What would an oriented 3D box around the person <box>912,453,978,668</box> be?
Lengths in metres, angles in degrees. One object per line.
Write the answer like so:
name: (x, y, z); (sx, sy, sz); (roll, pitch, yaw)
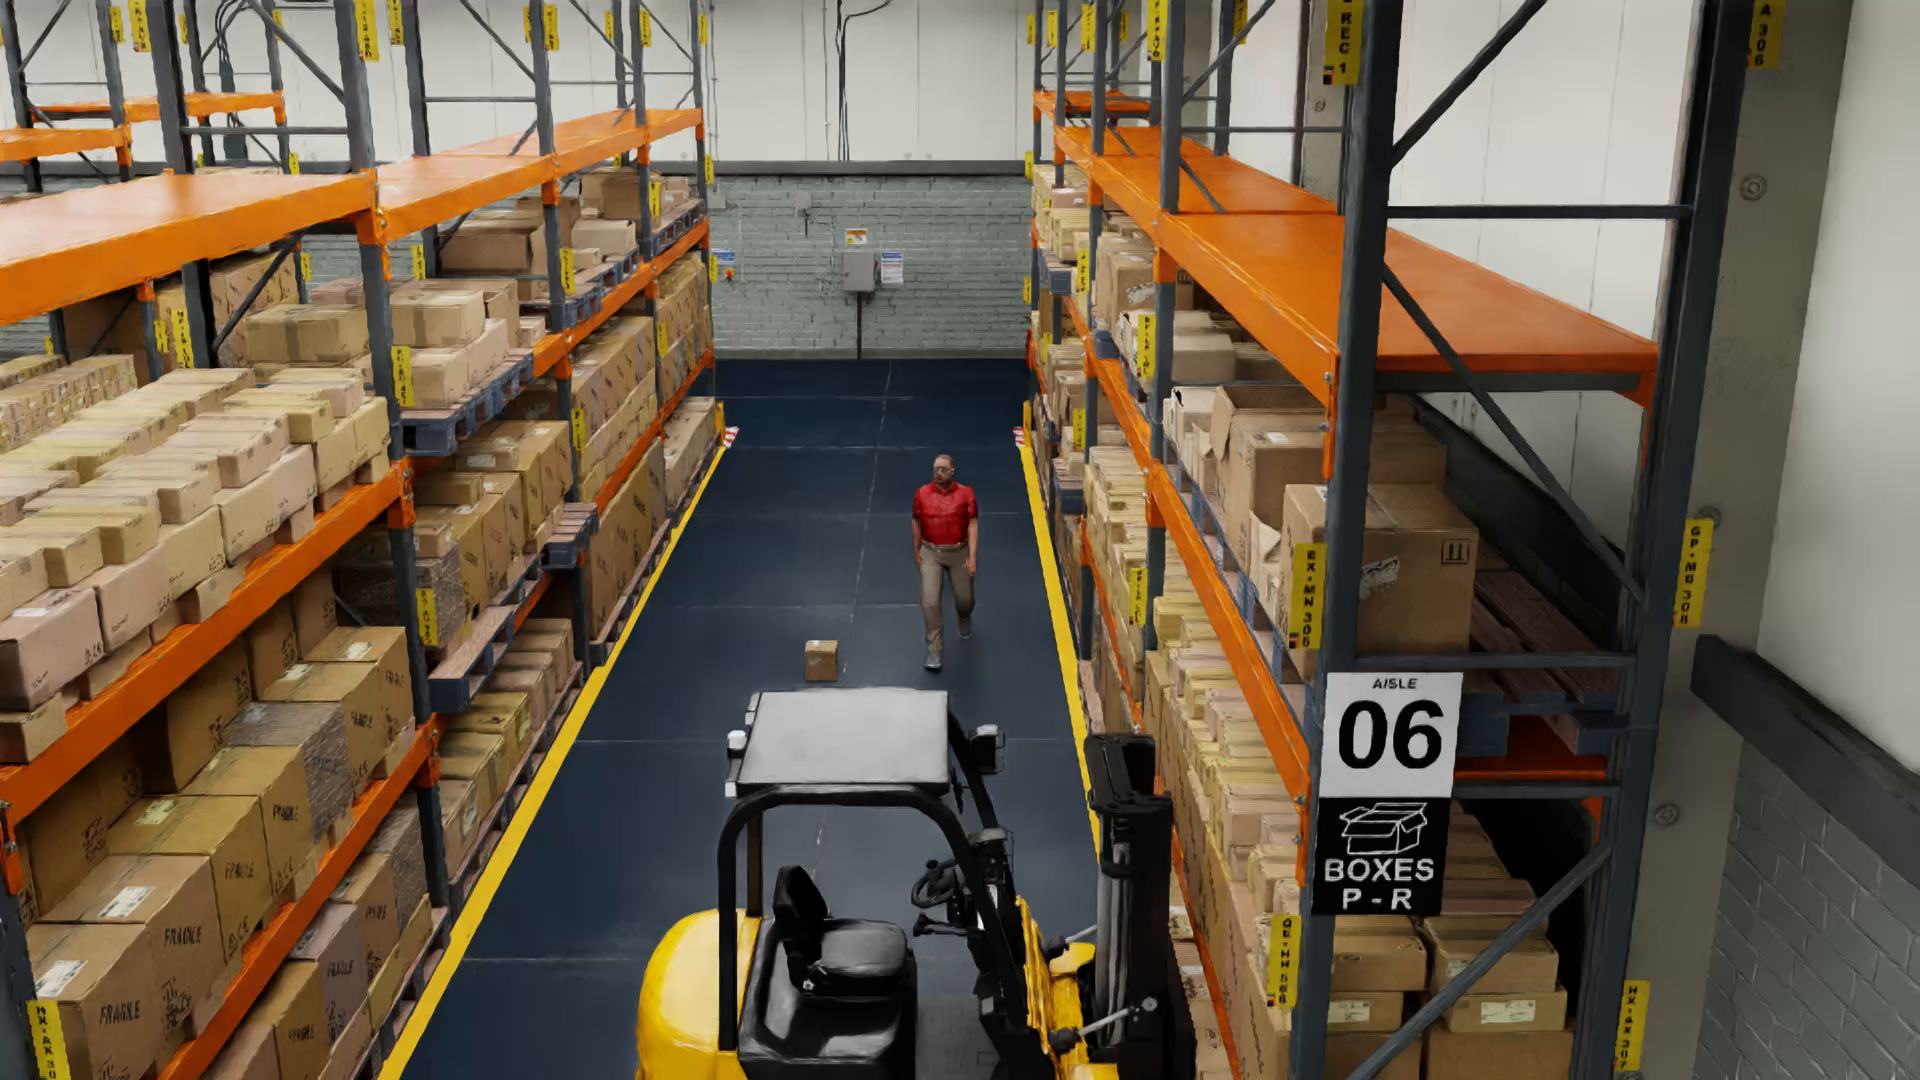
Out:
person: (-0.125, 0.129, 13.647); (0.550, 1.682, 0.870); (0, 17, 1)
